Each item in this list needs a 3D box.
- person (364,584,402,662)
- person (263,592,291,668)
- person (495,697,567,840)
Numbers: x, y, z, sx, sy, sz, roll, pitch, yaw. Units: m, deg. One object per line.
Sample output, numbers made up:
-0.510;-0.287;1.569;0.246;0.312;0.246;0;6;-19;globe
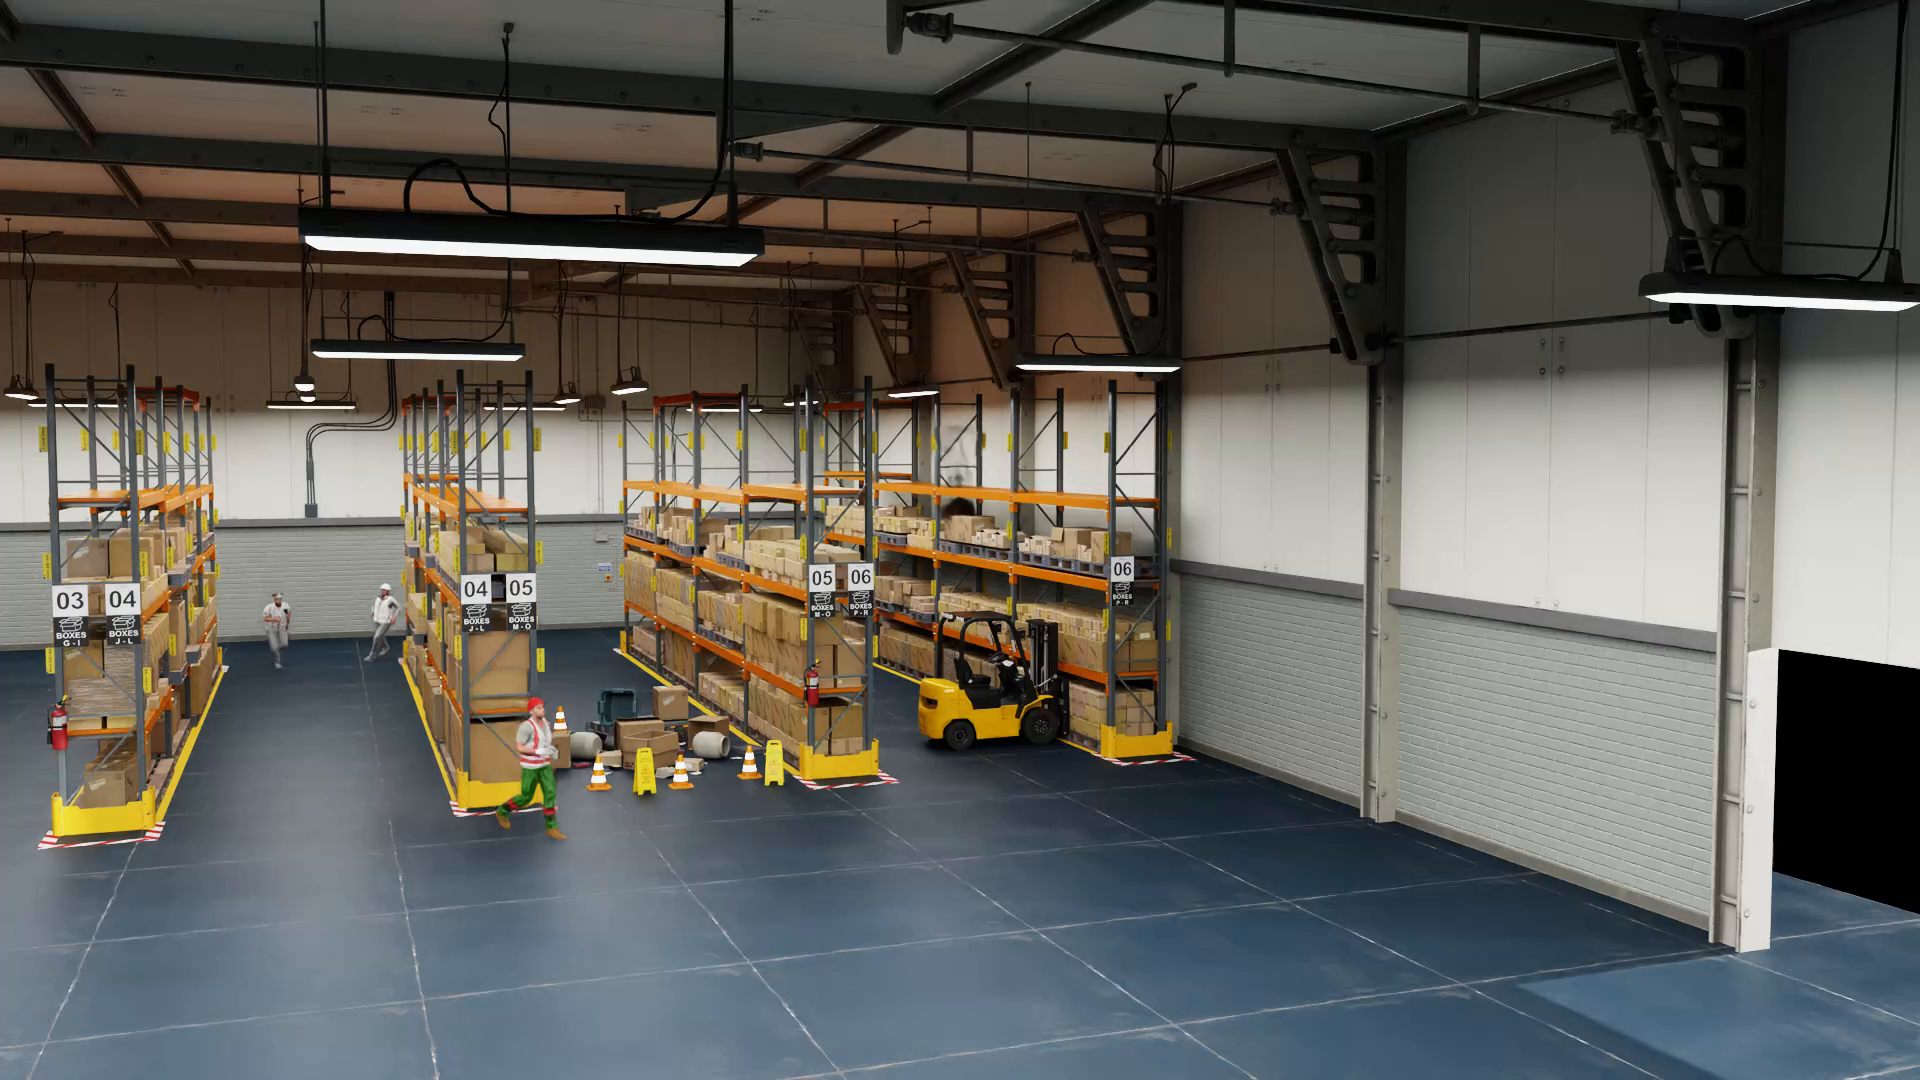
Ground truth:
-13.290;1.881;38.266;0.726;1.758;0.947;1;4;23;person
-15.140;2.005;36.939;0.652;1.715;0.718;-2;4;-35;person
-5.414;2.874;21.088;0.990;1.789;0.670;2;4;27;person
